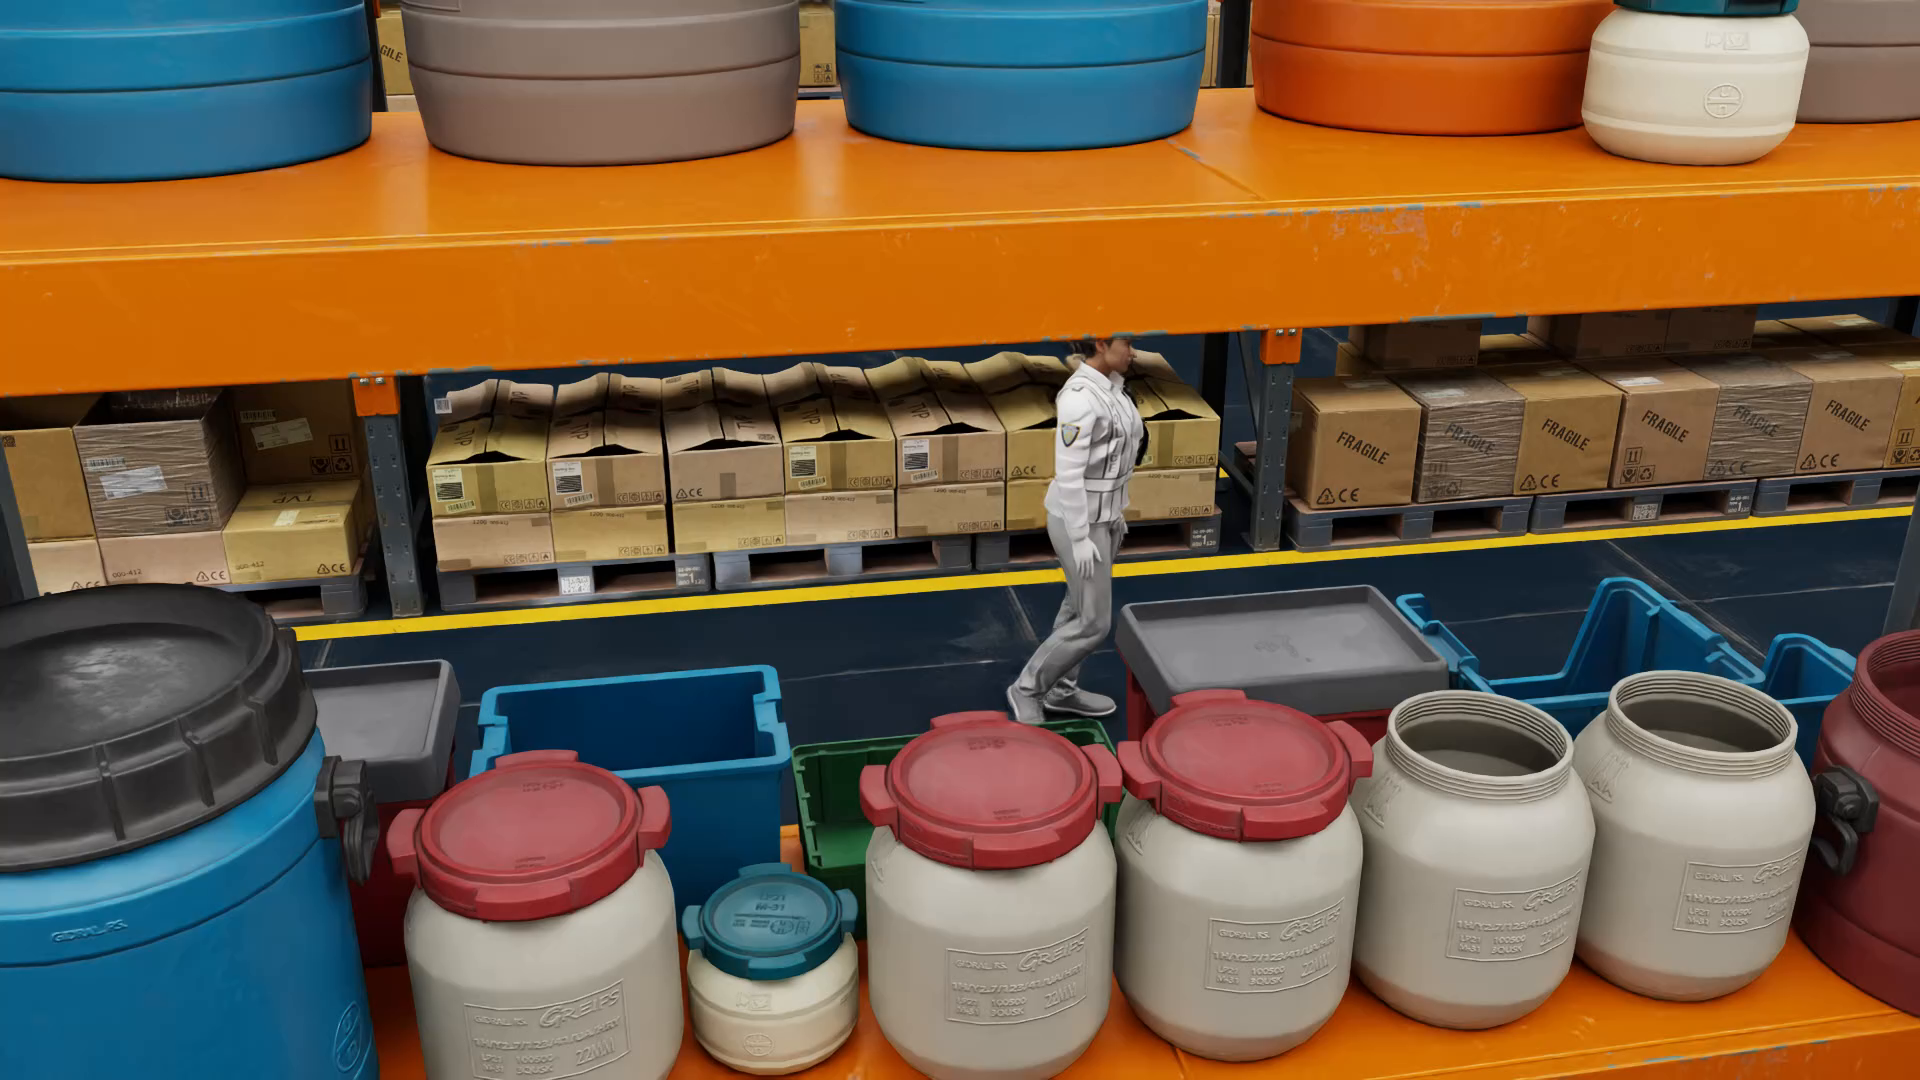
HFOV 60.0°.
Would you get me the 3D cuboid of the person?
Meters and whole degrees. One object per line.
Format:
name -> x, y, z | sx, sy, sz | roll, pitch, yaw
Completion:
person -> 0.432, -0.059, 6.189 | 0.421, 1.667, 0.609 | 9, 25, 20
